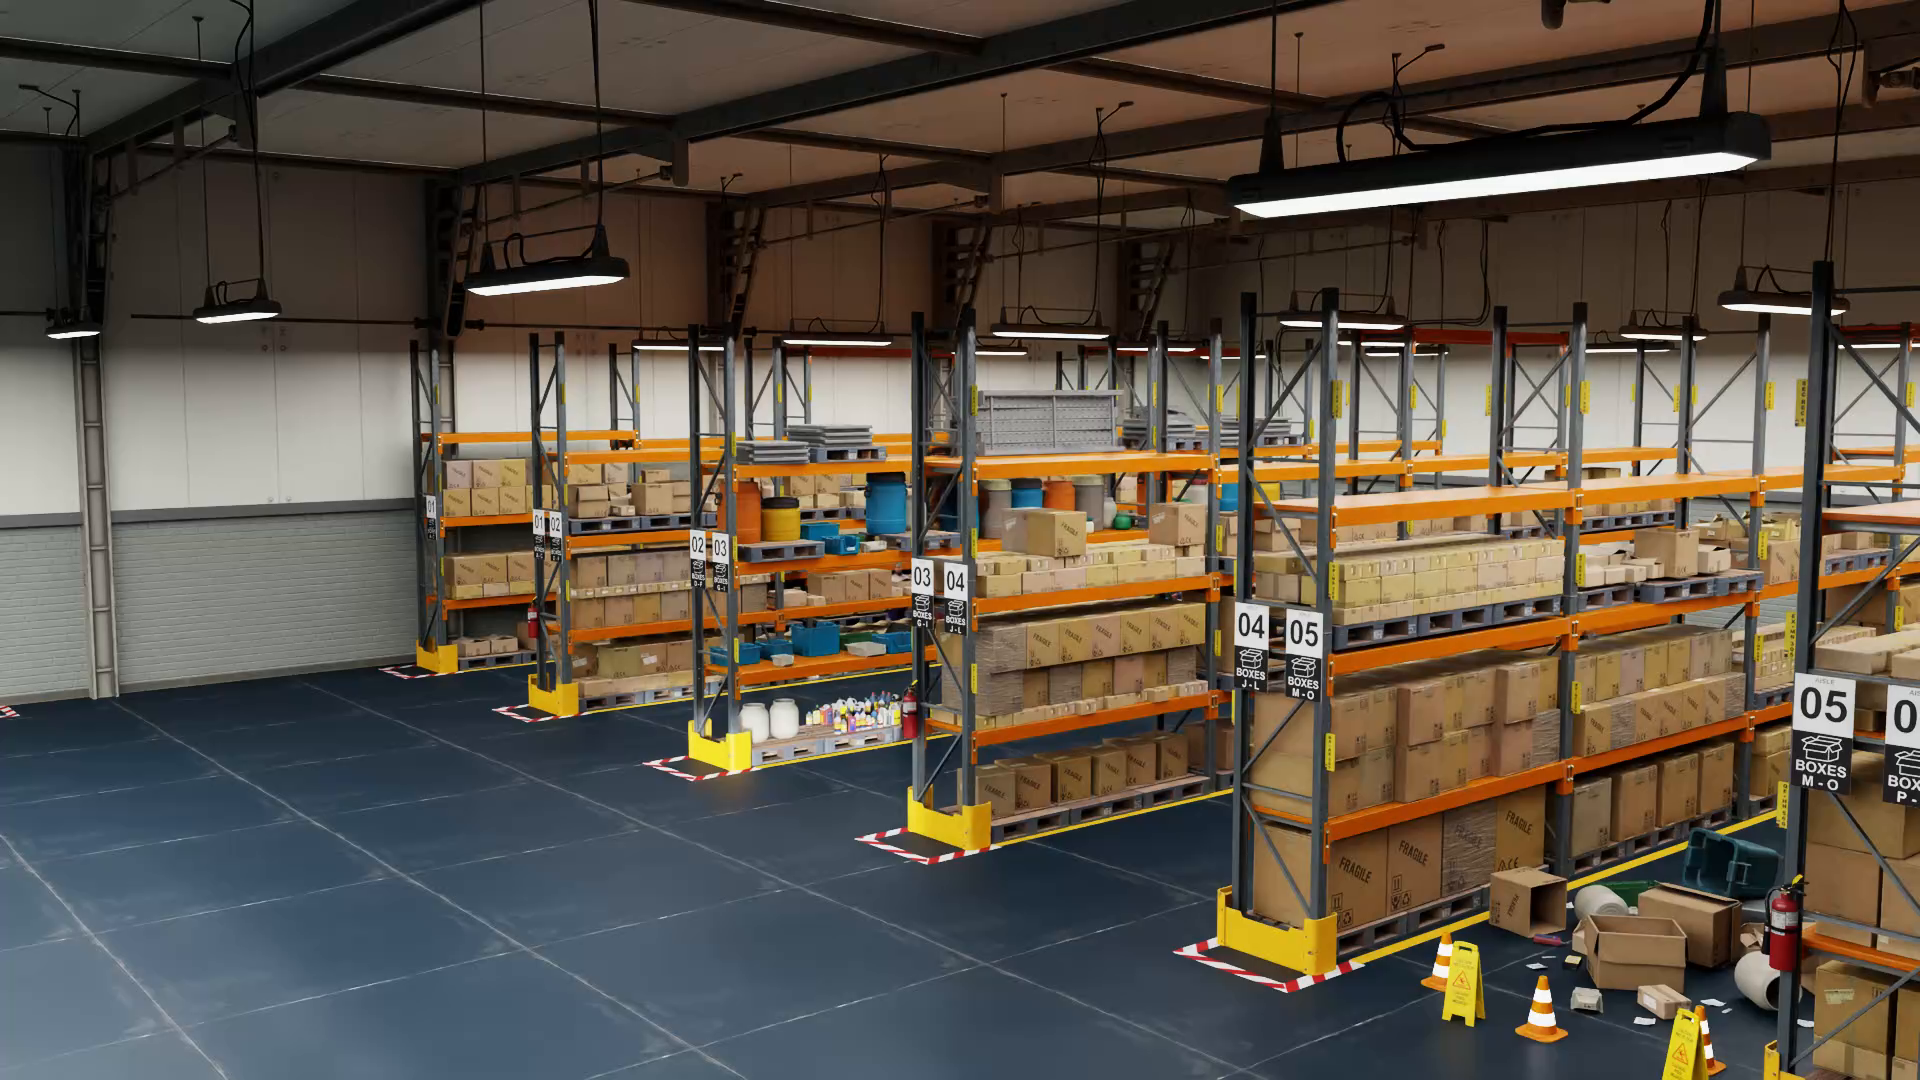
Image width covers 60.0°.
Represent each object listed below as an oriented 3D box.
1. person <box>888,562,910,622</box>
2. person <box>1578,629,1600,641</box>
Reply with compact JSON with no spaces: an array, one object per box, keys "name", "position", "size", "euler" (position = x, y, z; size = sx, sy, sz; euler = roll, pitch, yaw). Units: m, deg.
[{"name":"person","position":[-1.190,1.268,33.290],"size":[0.518,1.642,0.567],"euler":[-3,6,-32]},{"name":"person","position":[9.422,2.038,24.939],"size":[0.928,1.726,0.541],"euler":[-4,7,-40]}]
